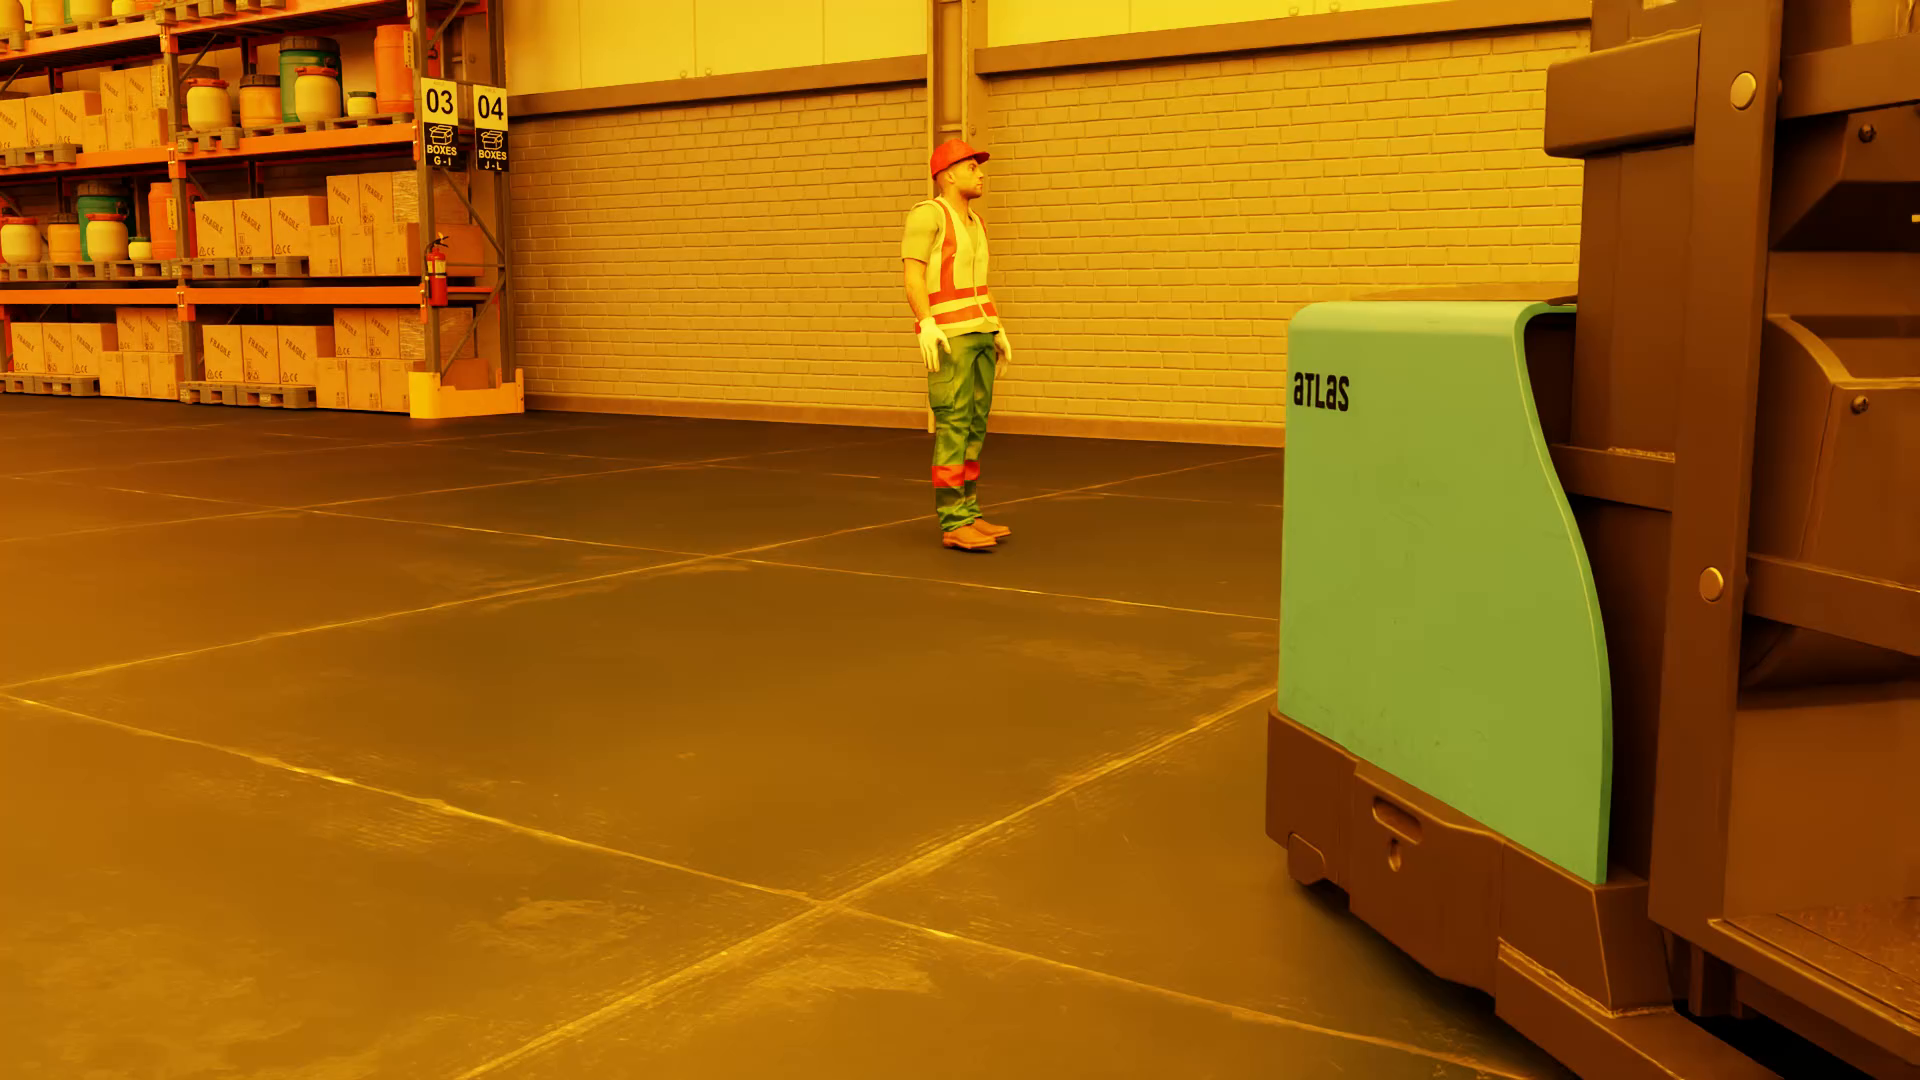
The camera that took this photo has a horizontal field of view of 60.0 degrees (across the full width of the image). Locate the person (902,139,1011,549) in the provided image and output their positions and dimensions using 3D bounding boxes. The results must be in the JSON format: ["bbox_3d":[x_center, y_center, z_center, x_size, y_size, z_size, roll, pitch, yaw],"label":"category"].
[{"bbox_3d":[0.059,-0.883,7.422,0.564,1.782,0.637,5,10,34],"label":"person"}]

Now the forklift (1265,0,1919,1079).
[{"bbox_3d":[1.444,-0.644,1.718,1.130,2.935,3.031,-2,8,-14],"label":"forklift"}]
